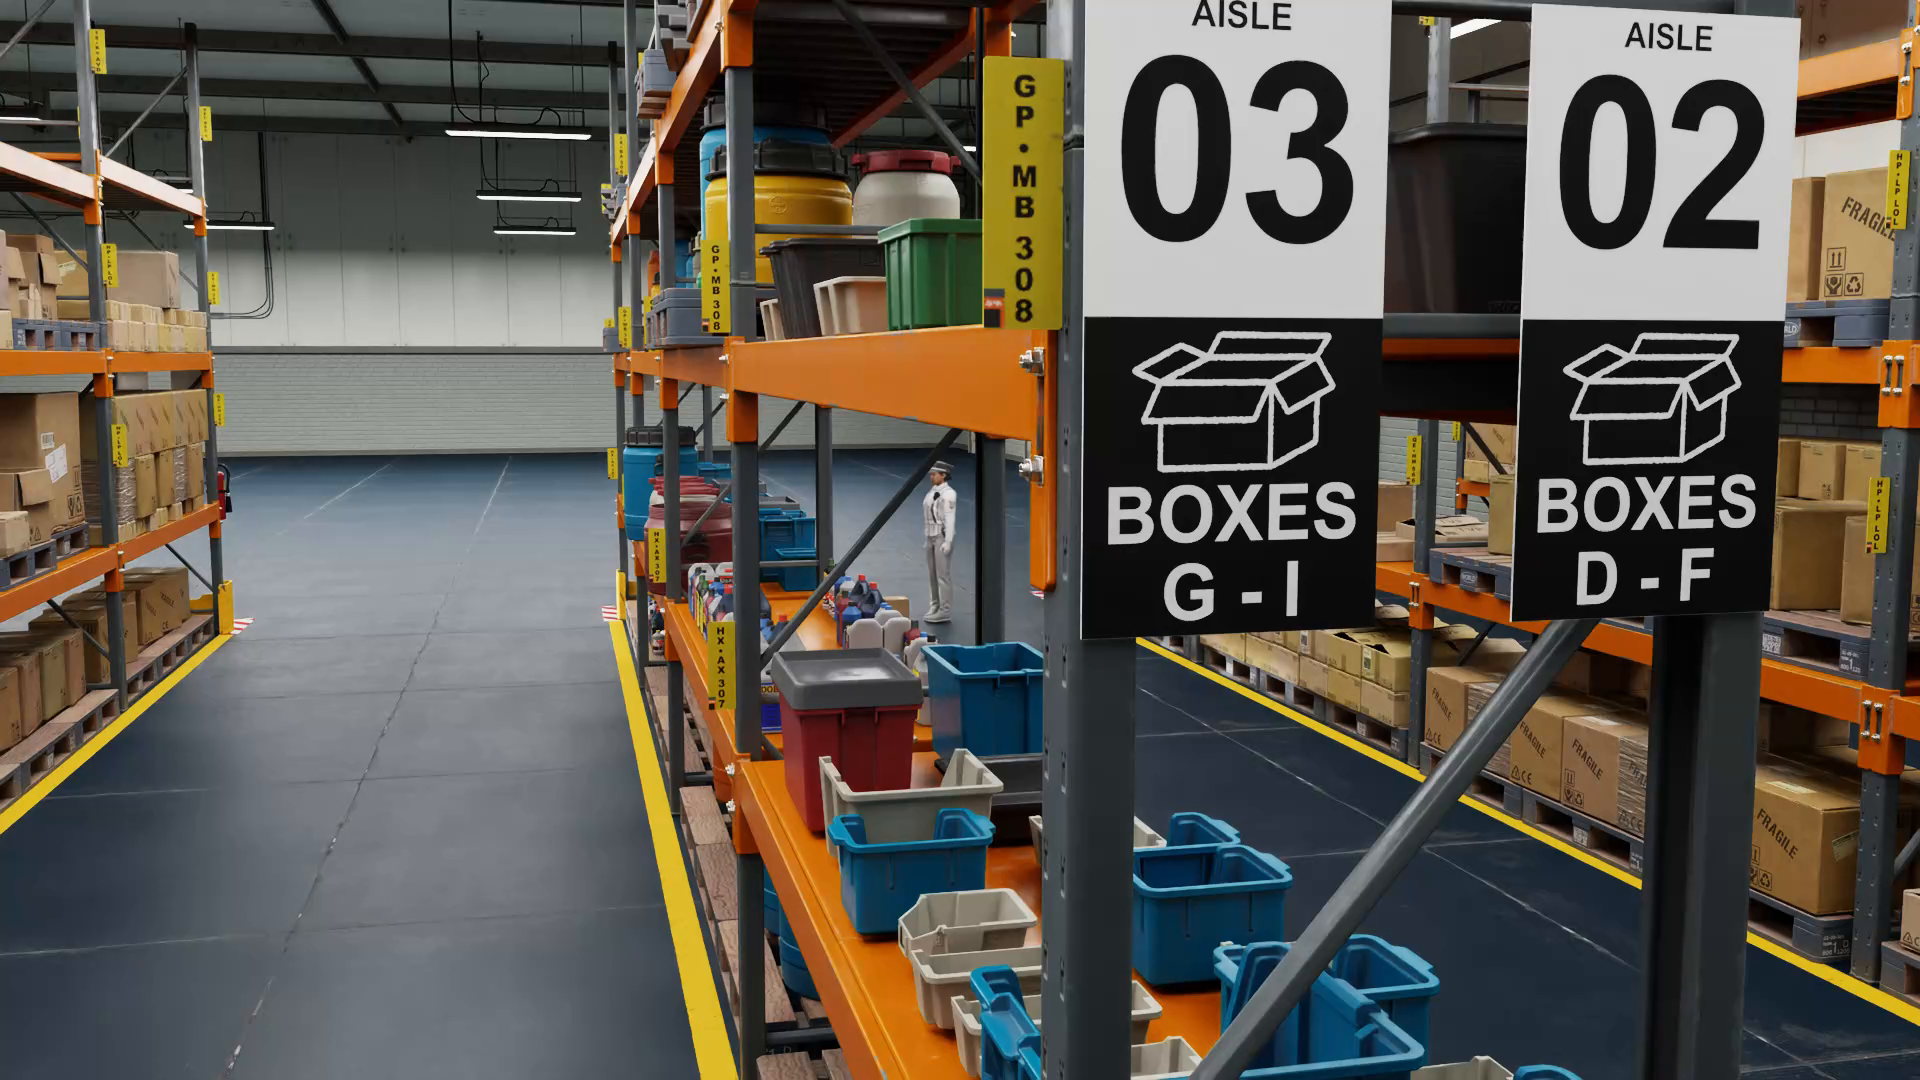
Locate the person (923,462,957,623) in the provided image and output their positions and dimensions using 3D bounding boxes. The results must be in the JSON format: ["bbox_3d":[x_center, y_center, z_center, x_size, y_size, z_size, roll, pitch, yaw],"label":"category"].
[{"bbox_3d":[-0.241,0.003,17.492,0.388,1.688,0.499,-3,7,-27],"label":"person"}]
